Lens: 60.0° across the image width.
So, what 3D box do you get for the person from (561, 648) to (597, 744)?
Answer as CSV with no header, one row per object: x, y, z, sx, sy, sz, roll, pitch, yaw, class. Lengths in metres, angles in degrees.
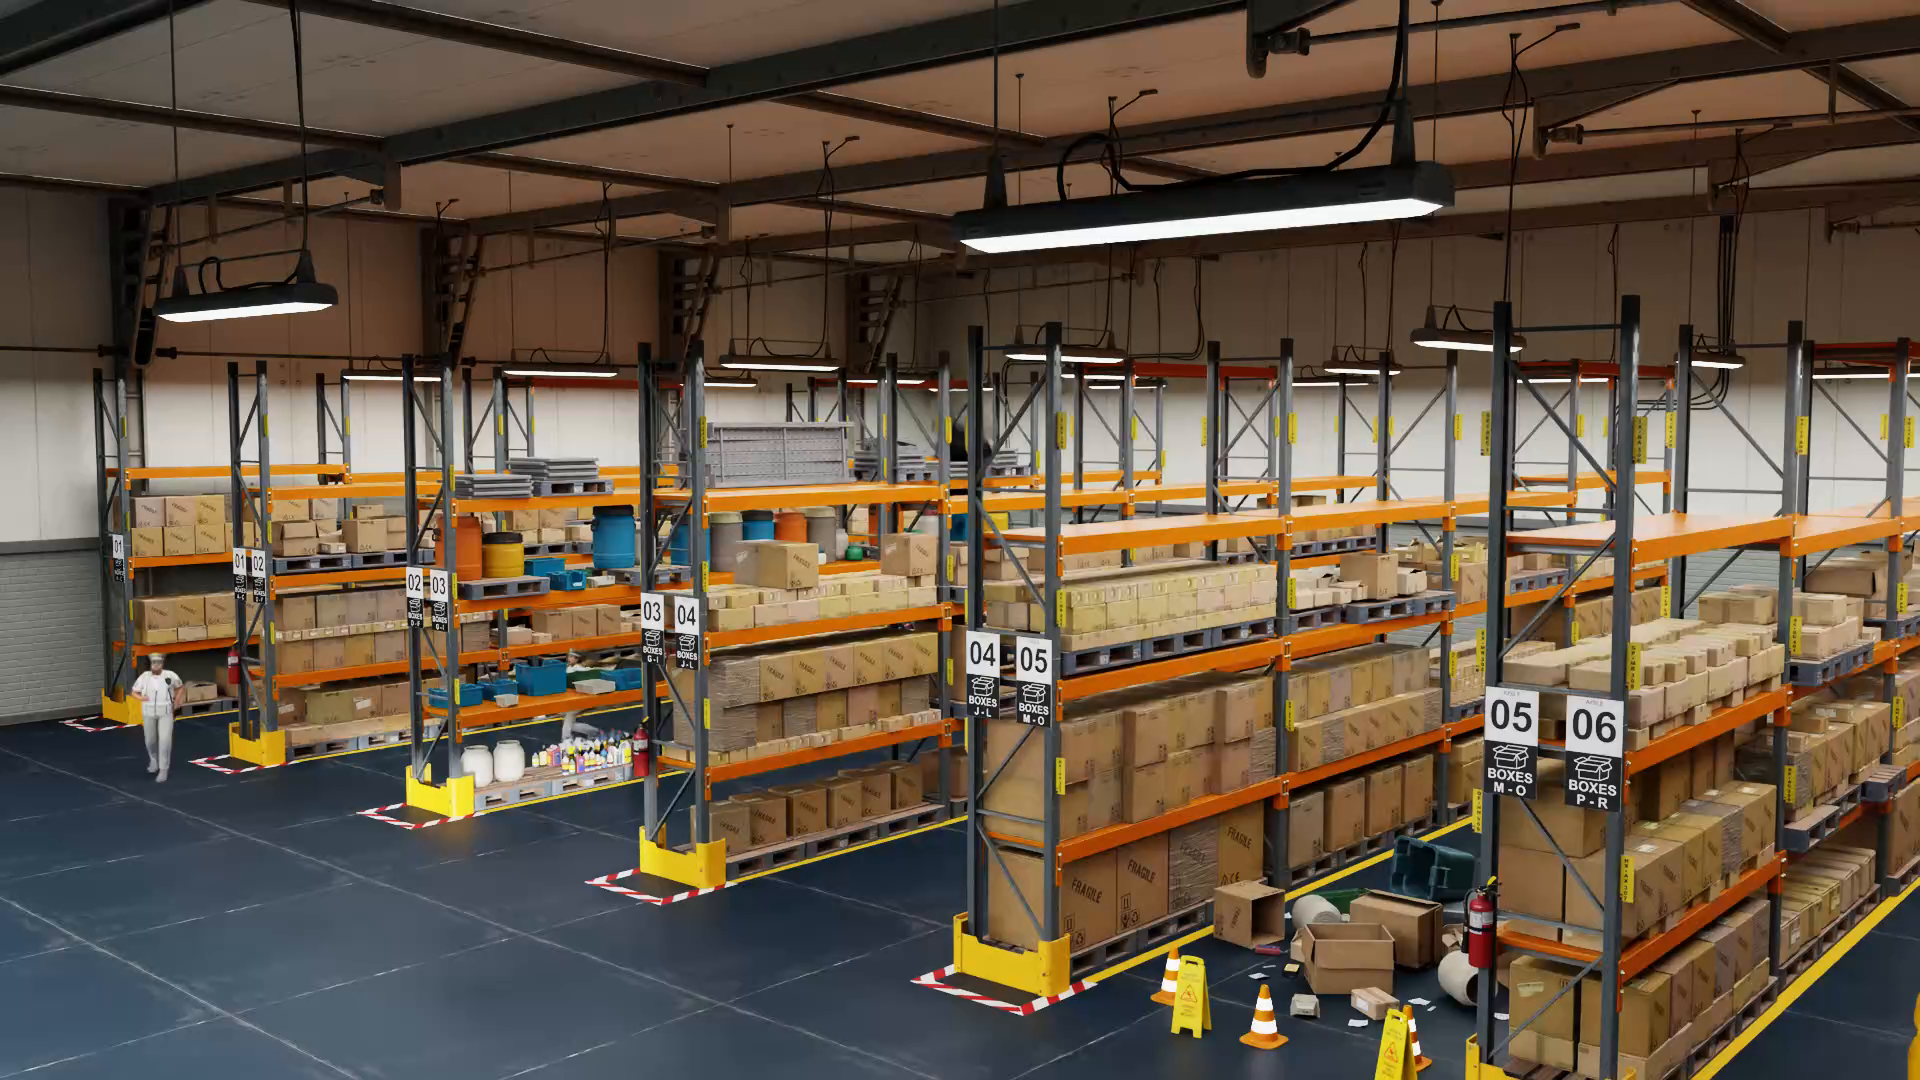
-5.871,2.465,25.319,0.630,1.661,0.938,4,6,40,person

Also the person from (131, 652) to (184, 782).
-11.551,2.515,23.921,0.666,1.822,0.859,-1,4,-16,person
